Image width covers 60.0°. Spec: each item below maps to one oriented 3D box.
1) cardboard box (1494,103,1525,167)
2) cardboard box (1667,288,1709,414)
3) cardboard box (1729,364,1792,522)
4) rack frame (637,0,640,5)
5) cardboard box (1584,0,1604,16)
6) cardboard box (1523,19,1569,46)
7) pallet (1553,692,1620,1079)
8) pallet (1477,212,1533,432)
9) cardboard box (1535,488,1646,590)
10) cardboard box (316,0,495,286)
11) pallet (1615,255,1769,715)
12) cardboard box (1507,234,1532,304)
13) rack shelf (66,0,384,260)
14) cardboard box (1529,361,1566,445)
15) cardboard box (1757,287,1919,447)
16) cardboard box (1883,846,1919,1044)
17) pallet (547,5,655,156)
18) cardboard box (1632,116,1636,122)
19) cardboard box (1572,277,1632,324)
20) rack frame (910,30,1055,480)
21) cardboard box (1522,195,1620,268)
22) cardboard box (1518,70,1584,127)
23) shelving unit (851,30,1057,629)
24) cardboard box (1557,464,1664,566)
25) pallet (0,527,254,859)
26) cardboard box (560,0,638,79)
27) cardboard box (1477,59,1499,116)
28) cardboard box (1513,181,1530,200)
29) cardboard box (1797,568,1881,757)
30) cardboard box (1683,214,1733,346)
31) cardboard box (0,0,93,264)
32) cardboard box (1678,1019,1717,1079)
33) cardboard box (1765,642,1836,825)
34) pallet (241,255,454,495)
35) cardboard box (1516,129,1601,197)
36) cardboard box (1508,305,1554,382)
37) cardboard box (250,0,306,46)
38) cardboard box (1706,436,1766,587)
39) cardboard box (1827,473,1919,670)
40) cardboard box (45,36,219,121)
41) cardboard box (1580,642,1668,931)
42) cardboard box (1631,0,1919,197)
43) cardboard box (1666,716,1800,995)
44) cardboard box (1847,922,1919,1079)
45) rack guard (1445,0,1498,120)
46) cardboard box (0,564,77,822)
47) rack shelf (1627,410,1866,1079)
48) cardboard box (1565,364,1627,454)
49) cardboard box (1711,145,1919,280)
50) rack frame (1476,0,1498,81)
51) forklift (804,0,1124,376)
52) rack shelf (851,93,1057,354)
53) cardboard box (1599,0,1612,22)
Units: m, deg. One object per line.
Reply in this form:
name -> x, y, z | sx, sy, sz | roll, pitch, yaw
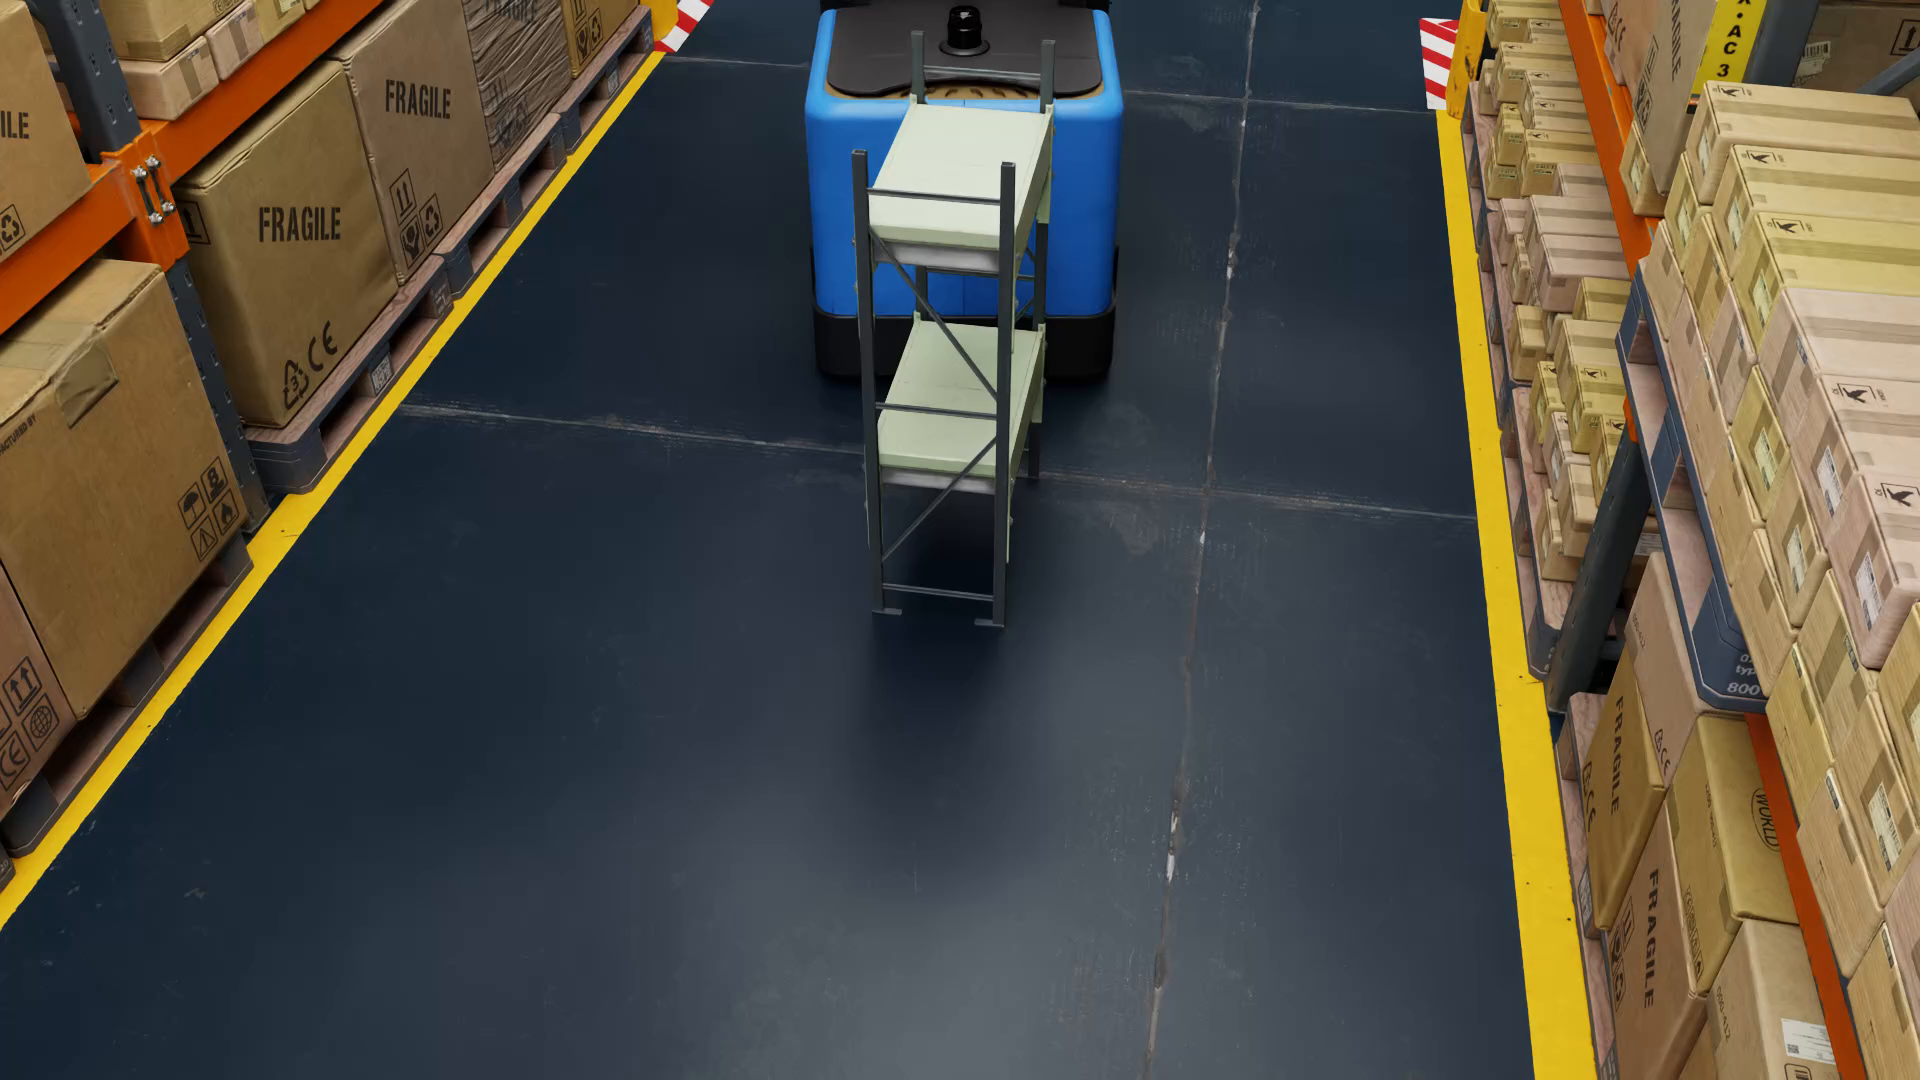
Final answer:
cardboard box -> 2.288, -1.561, 6.458 | 0.380, 0.149, 0.250 | 8, 40, 9
cardboard box -> 1.585, -0.345, 3.181 | 0.380, 0.149, 0.250 | 7, 40, 8
cardboard box -> 1.496, -0.146, 2.707 | 0.380, 0.149, 0.250 | 5, 40, 6
rack frame -> -2.027, -3.772, 7.458 | 1.000, 3.000, 0.127 | 6, 40, 8
cardboard box -> 2.167, -1.749, 5.208 | 0.380, 0.149, 0.250 | 7, 40, 9
cardboard box -> 2.486, -1.976, 6.727 | 0.380, 0.149, 0.250 | 7, 40, 8
pallet -> 2.015, 0.912, 3.981 | 1.003, 0.211, 1.213 | 6, 40, 8
pallet -> 2.438, -0.770, 6.015 | 1.003, 0.211, 1.213 | 6, 40, 8
cardboard box -> 1.881, 0.002, 4.801 | 0.380, 0.149, 0.250 | 7, 40, 8
cardboard box -> -2.371, -1.575, 6.139 | 0.875, 0.875, 0.875 | 6, 40, 8
pallet -> 1.873, -0.114, 3.184 | 1.003, 0.211, 1.213 | 6, 40, 8
cardboard box -> 2.180, -0.959, 5.964 | 0.380, 0.149, 0.250 | 6, 40, 8
rack shelf -> -2.373, -2.240, 6.169 | 1.077, 0.370, 4.000 | 6, 40, 8
cardboard box -> 1.953, -0.403, 5.058 | 0.380, 0.149, 0.250 | 5, 40, 6
cardboard box -> 1.492, -0.256, 2.607 | 0.380, 0.149, 0.250 | 6, 40, 7
cardboard box -> 1.314, 0.509, 1.914 | 0.380, 0.149, 0.250 | 7, 40, 9
pallet -> -2.088, -2.187, 7.729 | 1.003, 0.211, 1.213 | 6, 40, 8
cardboard box -> 2.010, -1.094, 4.417 | 0.380, 0.149, 0.250 | 8, 40, 9
cardboard box -> 2.116, -0.672, 5.149 | 0.380, 0.149, 0.250 | 8, 40, 9
rack frame -> 0.062, -0.804, 5.045 | 0.400, 1.500, 0.023 | 6, 40, 8
cardboard box -> 2.107, -1.022, 5.573 | 0.380, 0.149, 0.250 | 5, 40, 6
cardboard box -> 2.355, -1.668, 6.354 | 0.380, 0.149, 0.250 | 5, 40, 5
shelving unit -> -0.001, -0.574, 4.767 | 0.431, 1.500, 0.755 | 6, 40, 8
cardboard box -> 1.890, -0.062, 4.645 | 0.380, 0.149, 0.250 | 7, 40, 9
pallet -> -2.779, 0.306, 4.715 | 1.003, 0.211, 1.213 | 6, 40, 8
cardboard box -> -2.059, -2.704, 7.505 | 0.875, 0.875, 0.875 | 6, 40, 8
cardboard box -> 2.435, -1.931, 7.140 | 0.380, 0.149, 0.250 | 7, 40, 9
cardboard box -> 2.331, -1.282, 6.355 | 0.380, 0.149, 0.250 | 6, 40, 8
cardboard box -> 1.405, 0.190, 2.301 | 0.380, 0.149, 0.250 | 6, 40, 7
cardboard box -> 1.584, -0.472, 3.100 | 0.380, 0.149, 0.250 | 6, 40, 7
cardboard box -> -2.531, -0.977, 3.999 | 0.500, 0.500, 0.500 | 7, 40, 8
cardboard box -> 1.592, 1.247, 3.020 | 0.500, 0.500, 0.500 | 7, 40, 8
cardboard box -> 1.406, 0.300, 2.400 | 0.380, 0.149, 0.250 | 6, 40, 7
pallet -> -2.511, -0.655, 5.877 | 1.003, 0.211, 1.213 | 6, 40, 8
cardboard box -> 2.207, -1.335, 5.951 | 0.380, 0.149, 0.250 | 7, 40, 8
cardboard box -> 2.060, -0.648, 5.587 | 0.380, 0.149, 0.250 | 6, 40, 8
cardboard box -> -2.250, -1.644, 5.082 | 0.380, 0.149, 0.250 | 8, 40, 9
cardboard box -> 1.493, -0.031, 2.801 | 0.380, 0.149, 0.250 | 7, 40, 8
cardboard box -> 1.404, 0.062, 2.221 | 0.380, 0.149, 0.250 | 8, 40, 9
cardboard box -> -2.341, -1.314, 4.682 | 0.380, 0.149, 0.250 | 6, 40, 8
cardboard box -> 1.759, 0.585, 3.821 | 0.500, 0.500, 0.500 | 8, 40, 9
cardboard box -> 1.954, -1.139, 3.962 | 0.500, 0.500, 0.500 | 6, 40, 8
cardboard box -> 1.671, 0.630, 3.177 | 0.500, 0.250, 0.500 | 7, 40, 9
cardboard box -> 1.316, 0.629, 2.002 | 0.380, 0.149, 0.250 | 8, 40, 9
rack guard -> 2.827, -2.151, 7.459 | 1.175, 0.500, 0.348 | 6, 40, 8
cardboard box -> -2.964, 0.360, 3.798 | 1.225, 0.875, 0.875 | 5, 40, 6
rack shelf -> 1.802, 0.881, 2.395 | 1.077, 0.370, 4.000 | 6, 40, 8
cardboard box -> 1.959, -0.360, 4.773 | 0.380, 0.149, 0.250 | 7, 40, 8
cardboard box -> 1.585, -0.573, 2.990 | 0.380, 0.149, 0.250 | 7, 40, 9
rack frame -> 2.840, -3.162, 6.720 | 1.000, 3.000, 0.127 | 6, 40, 8
forklift -> 0.018, -2.613, 6.111 | 1.130, 2.935, 3.031 | 0, 40, 0
rack shelf -> -0.001, -0.875, 4.518 | 0.431, 0.370, 0.720 | 6, 40, 8
cardboard box -> 2.132, -1.777, 4.733 | 0.500, 0.500, 0.500 | 6, 40, 7
